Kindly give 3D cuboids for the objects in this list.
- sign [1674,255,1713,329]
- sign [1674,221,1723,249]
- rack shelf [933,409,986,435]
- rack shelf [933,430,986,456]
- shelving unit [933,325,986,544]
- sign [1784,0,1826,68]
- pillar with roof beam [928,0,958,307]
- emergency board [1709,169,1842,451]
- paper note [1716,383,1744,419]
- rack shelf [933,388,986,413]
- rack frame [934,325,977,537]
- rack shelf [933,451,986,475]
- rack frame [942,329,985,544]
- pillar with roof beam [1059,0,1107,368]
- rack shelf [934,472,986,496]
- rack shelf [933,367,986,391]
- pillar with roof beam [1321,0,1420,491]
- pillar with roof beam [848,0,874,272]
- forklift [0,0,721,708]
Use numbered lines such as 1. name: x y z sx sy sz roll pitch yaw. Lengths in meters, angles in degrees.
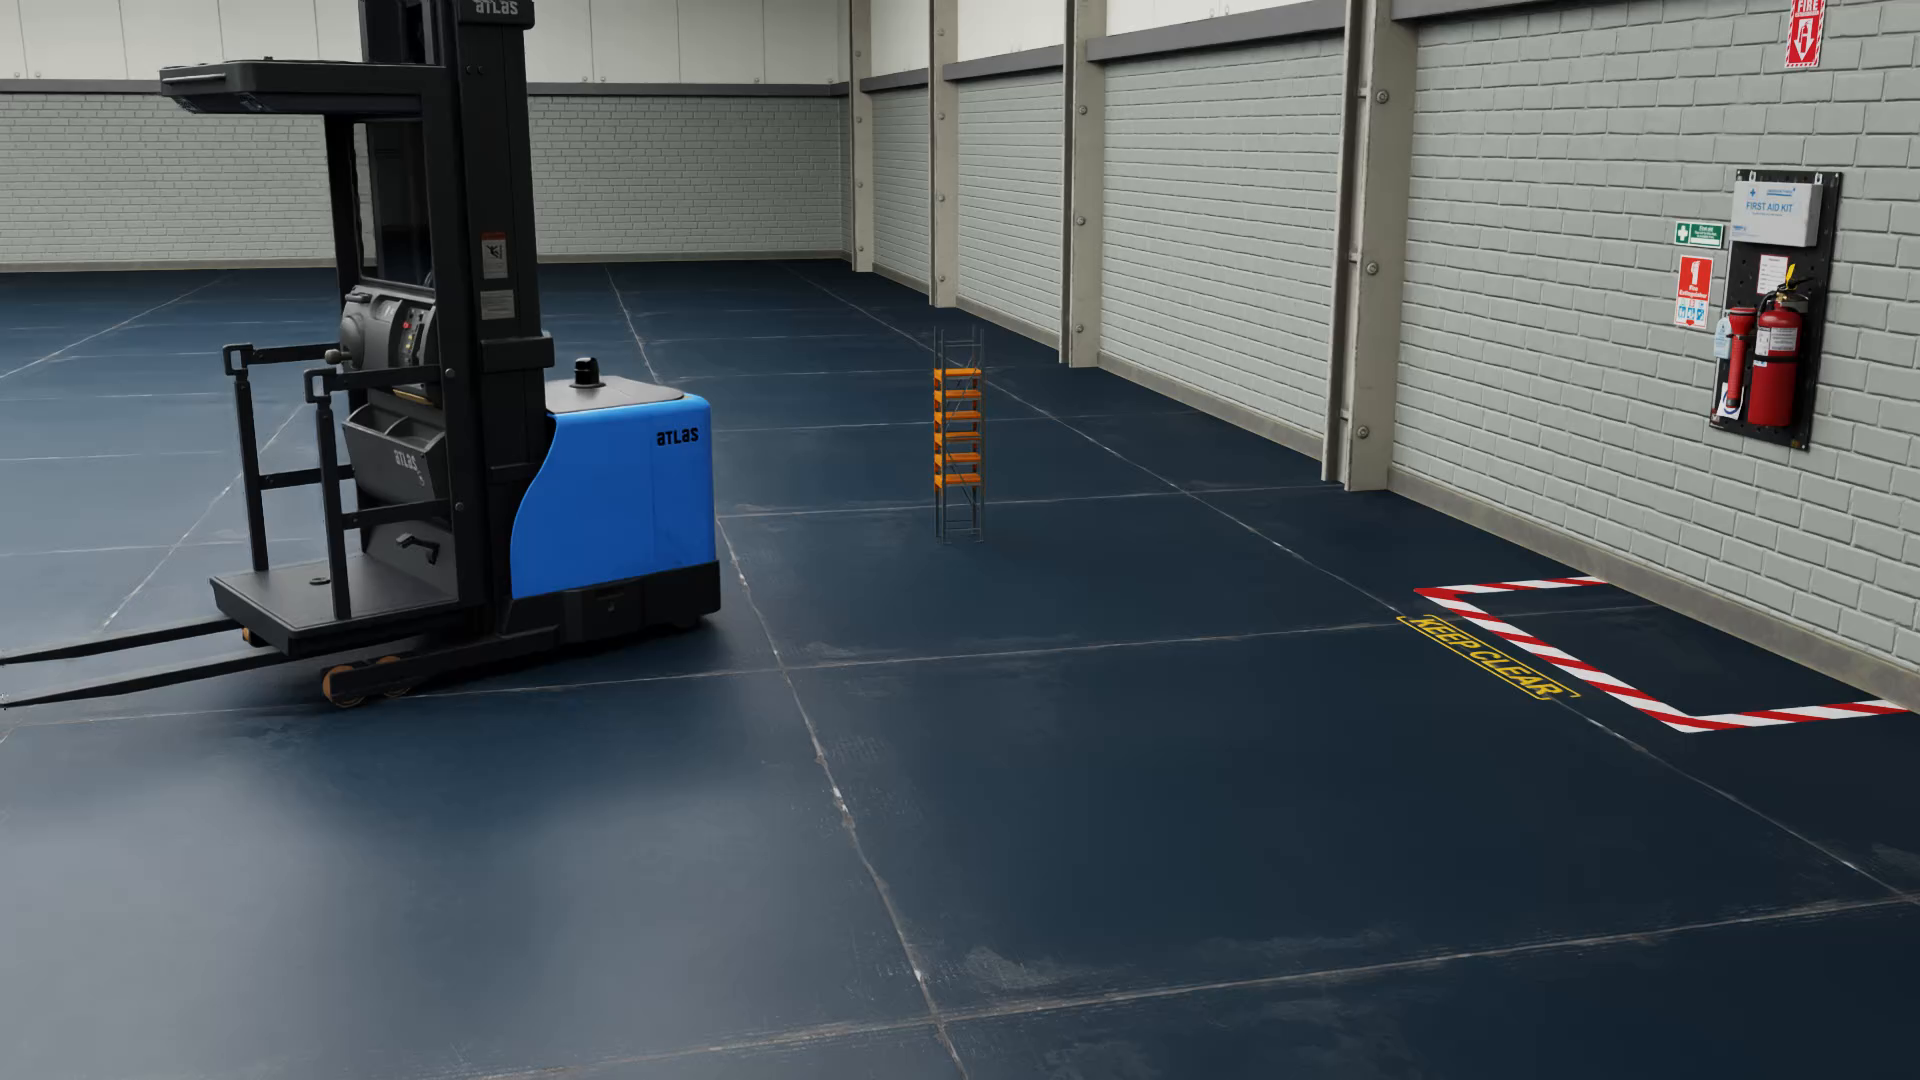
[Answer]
1. sign: 3.439 -1.165 7.799 0.001 0.329 0.234 -3 14 -13
2. sign: 3.431 -1.421 7.729 0.001 0.109 0.331 -3 14 -13
3. rack shelf: -0.003 -0.660 9.280 0.258 0.103 0.180 -3 14 -13
4. rack shelf: -0.003 -0.543 9.309 0.258 0.103 0.180 -3 14 -13
5. shelving unit: -0.003 -0.586 9.298 0.258 1.200 0.189 -3 14 -13
6. sign: 3.564 -2.148 7.012 0.001 0.298 0.199 -3 14 -13
7. pillar with roof beam: -4.400 -7.269 20.217 9.100 9.000 0.400 -3 14 -13
8. emergency board: 3.469 -1.014 7.257 0.194 1.169 0.643 -3 14 -13
9. paper note: 3.494 -0.631 7.545 0.016 0.148 0.142 -3 14 -13
10. rack shelf: -0.003 -0.776 9.252 0.258 0.103 0.180 -3 14 -13
11. rack frame: -0.025 -0.607 9.385 0.240 1.200 0.006 -3 14 -13
12. rack shelf: -0.003 -0.426 9.337 0.258 0.103 0.180 -3 14 -13
13. rack frame: 0.018 -0.565 9.212 0.240 1.200 0.006 -3 14 -13
14. pillar with roof beam: -2.991 -5.884 14.552 9.100 9.000 0.400 -3 14 -13
15. rack shelf: -0.003 -0.310 9.366 0.258 0.103 0.180 -3 14 -13
16. rack shelf: -0.003 -0.893 9.223 0.258 0.103 0.180 -3 14 -13
17. pillar with roof beam: -1.582 -4.500 8.886 9.100 9.000 0.400 -3 14 -13
18. pillar with roof beam: -5.809 -8.653 25.883 9.100 9.000 0.400 -3 14 -13
19. forklift: -2.577 -0.892 6.904 3.031 2.935 1.130 -11 18 -39
